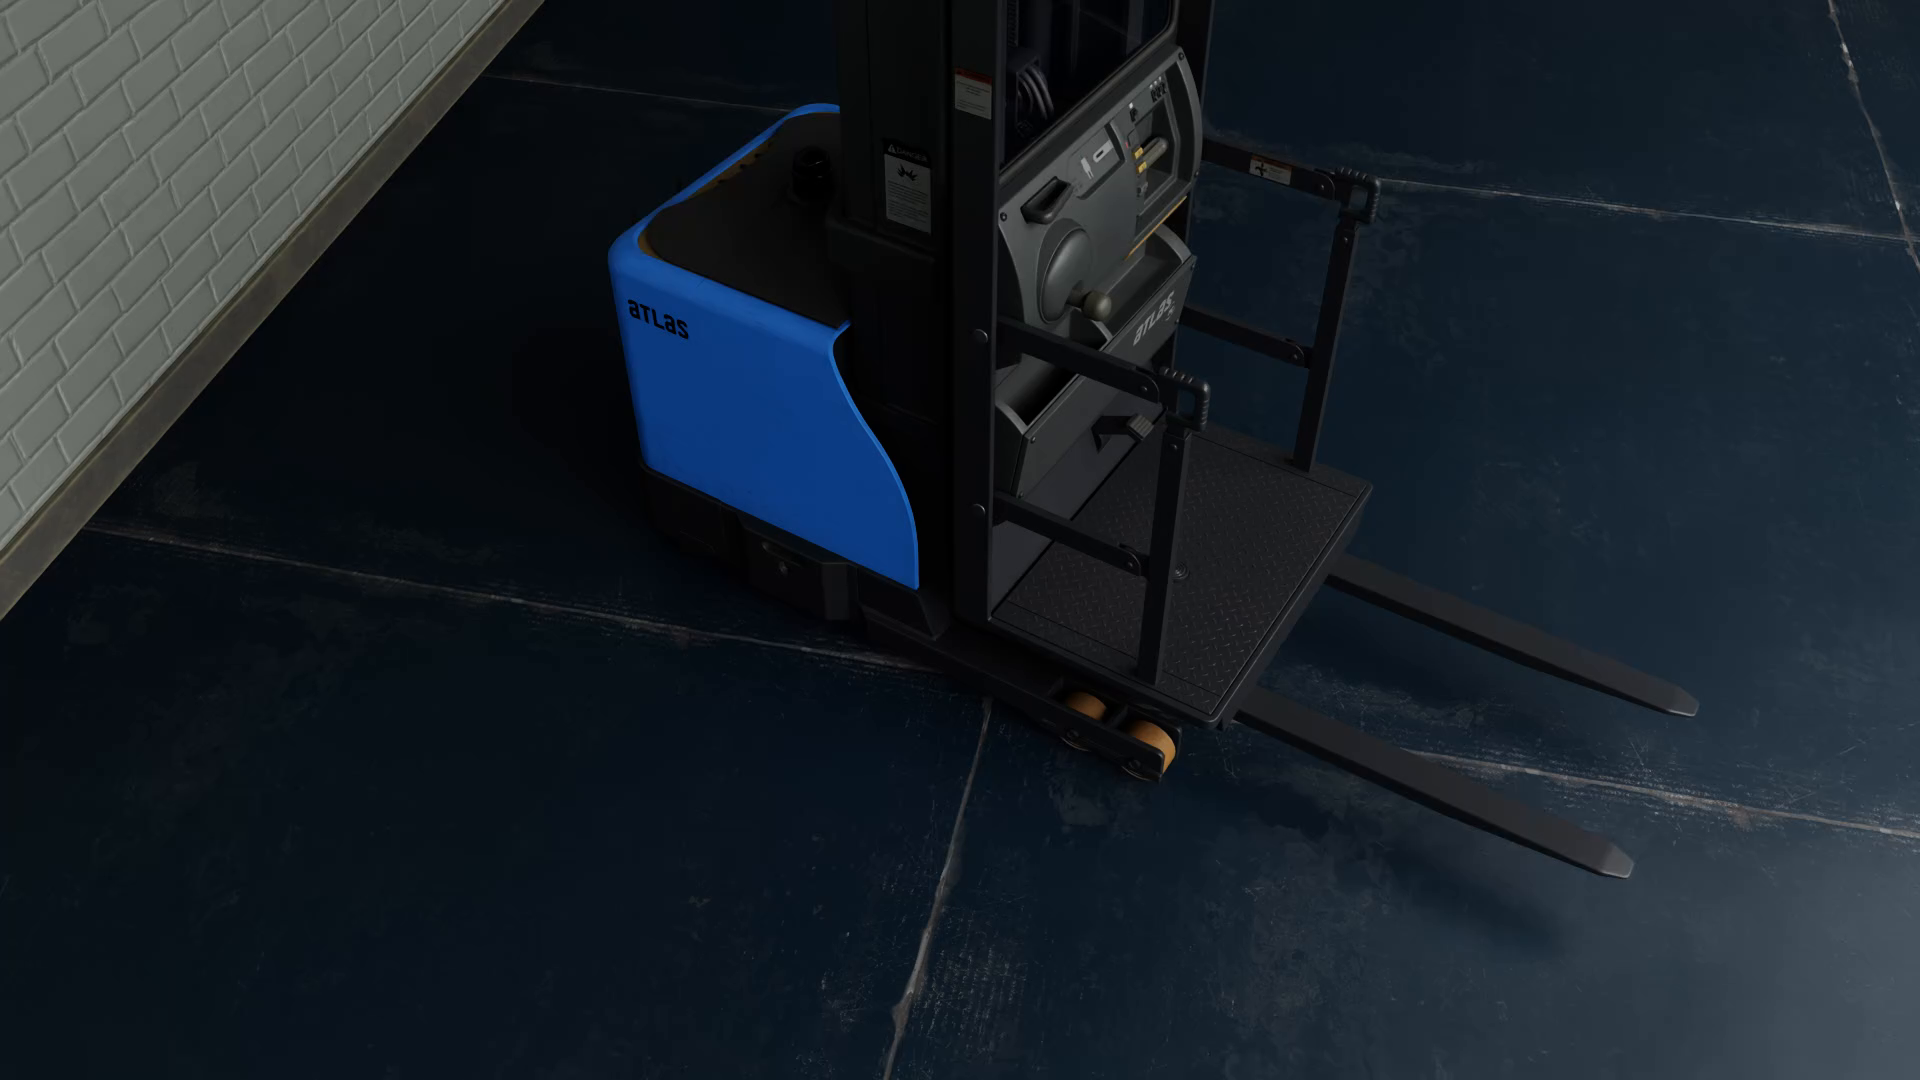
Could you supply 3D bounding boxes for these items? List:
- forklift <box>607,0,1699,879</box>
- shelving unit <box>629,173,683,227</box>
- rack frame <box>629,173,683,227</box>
[{"bbox_3d":[0.533,-0.822,3.991,3.031,2.935,1.130,24,49,23],"label":"forklift"},{"bbox_3d":[-0.840,-0.697,5.325,0.210,0.900,0.258,24,49,23],"label":"shelving unit"},{"bbox_3d":[-0.926,-0.735,5.364,0.006,0.900,0.240,24,49,23],"label":"rack frame"}]
